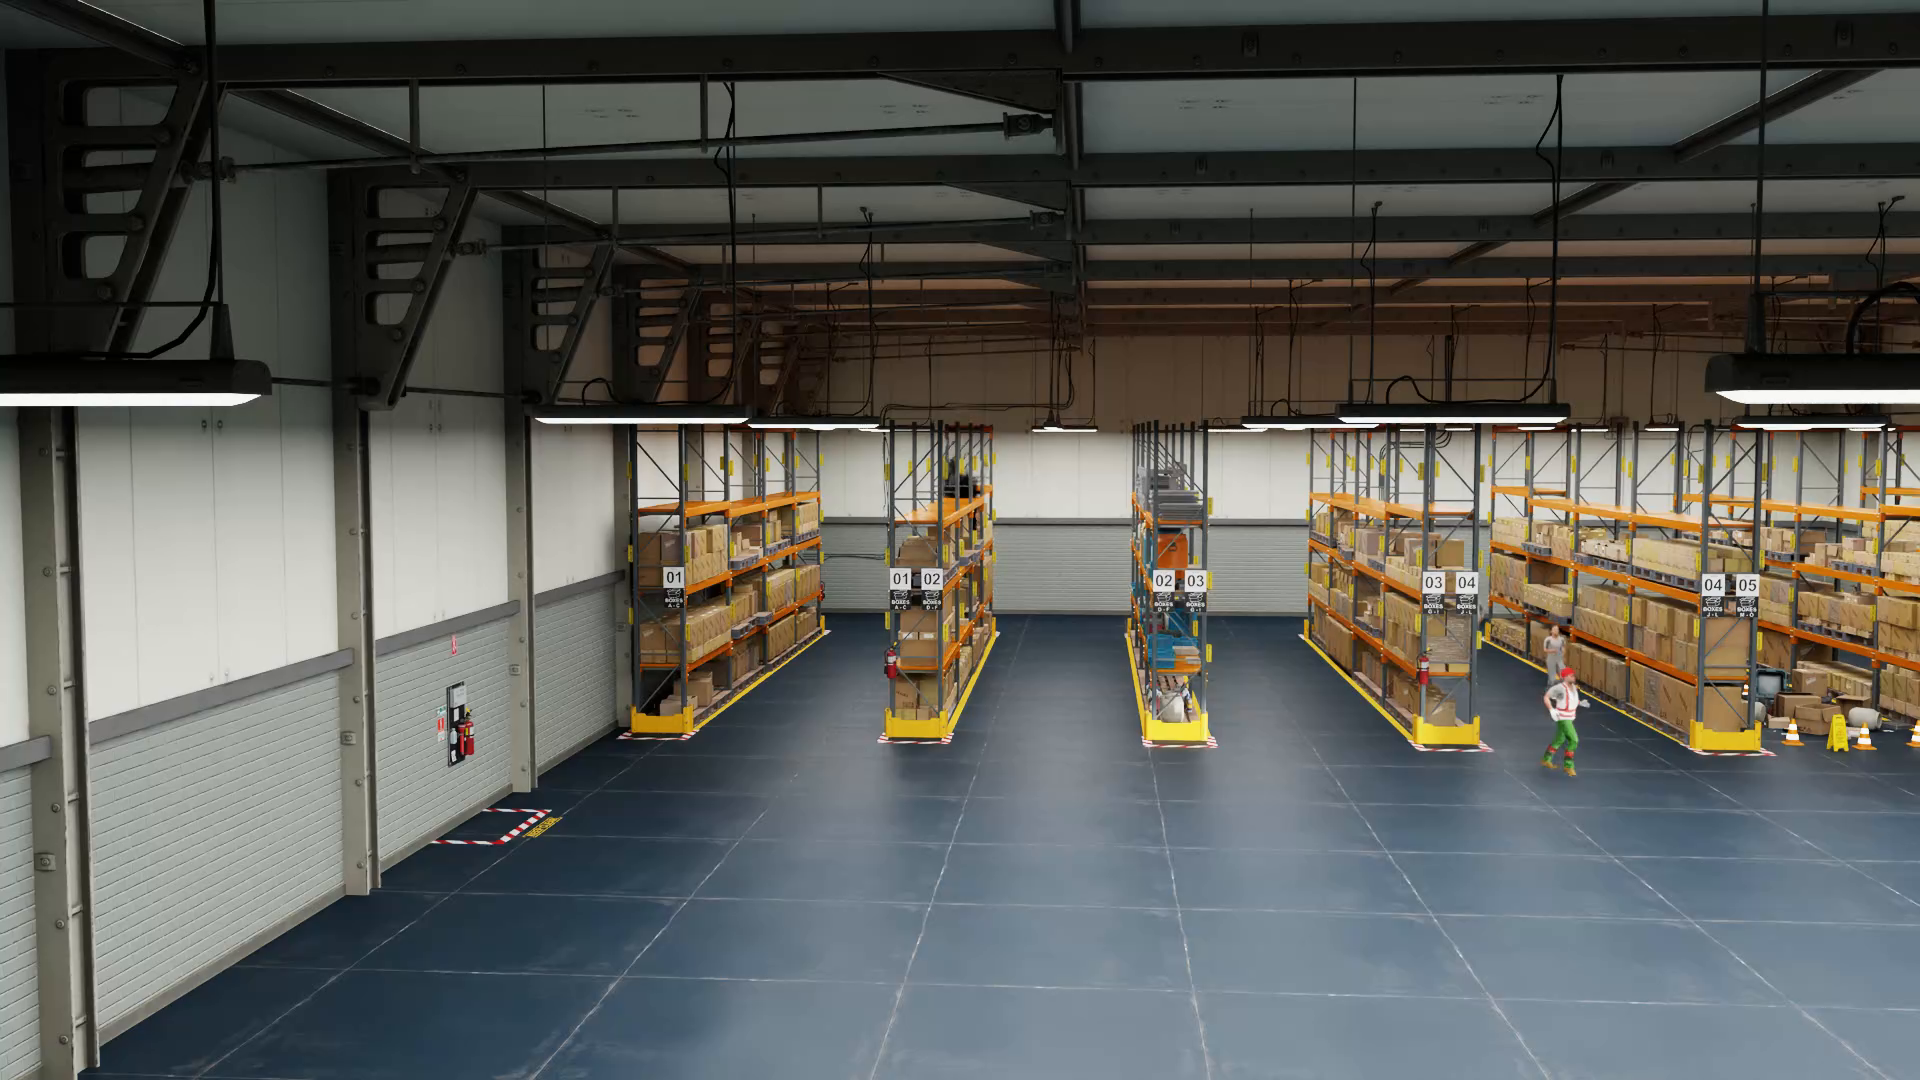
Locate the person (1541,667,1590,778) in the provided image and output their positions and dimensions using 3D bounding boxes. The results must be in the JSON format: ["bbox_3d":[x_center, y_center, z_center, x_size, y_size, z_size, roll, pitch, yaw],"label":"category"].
[{"bbox_3d":[10.191,3.053,28.045,0.798,1.838,0.643,4,5,44],"label":"person"}]

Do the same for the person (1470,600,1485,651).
[{"bbox_3d":[13.308,2.142,43.311,0.683,1.744,0.716,0,4,3],"label":"person"}]

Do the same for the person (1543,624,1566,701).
[{"bbox_3d":[12.761,2.641,35.606,0.546,1.678,0.641,0,4,1],"label":"person"}]

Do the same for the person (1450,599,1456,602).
[{"bbox_3d":[13.345,2.044,45.279,0.657,1.616,0.895,1,4,14],"label":"person"}]
